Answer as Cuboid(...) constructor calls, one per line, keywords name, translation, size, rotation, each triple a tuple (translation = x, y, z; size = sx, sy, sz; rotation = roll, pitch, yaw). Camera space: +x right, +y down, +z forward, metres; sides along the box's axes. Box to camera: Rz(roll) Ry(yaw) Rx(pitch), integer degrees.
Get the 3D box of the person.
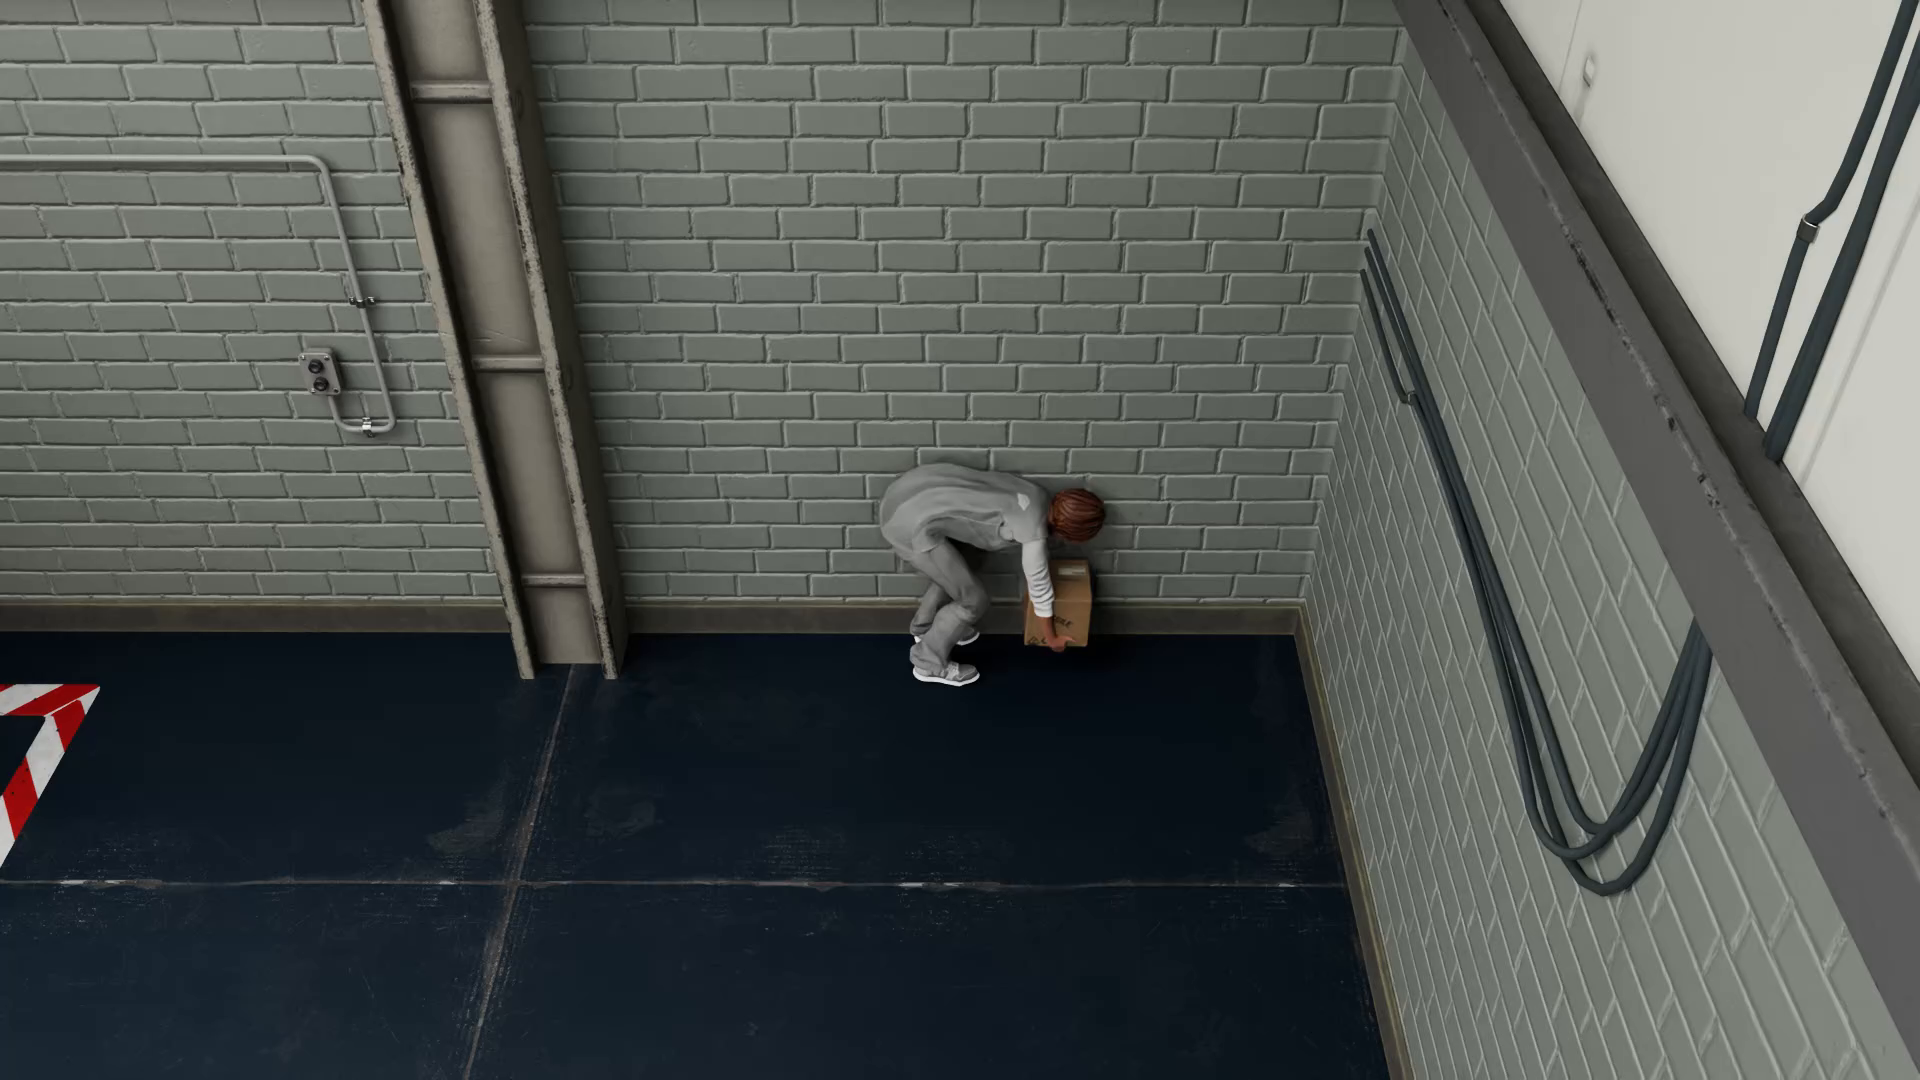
Cuboid(name="person", translation=(0.125, 0.117, 6.521), size=(0.868, 0.959, 0.410), rotation=(-2, 40, -2))
